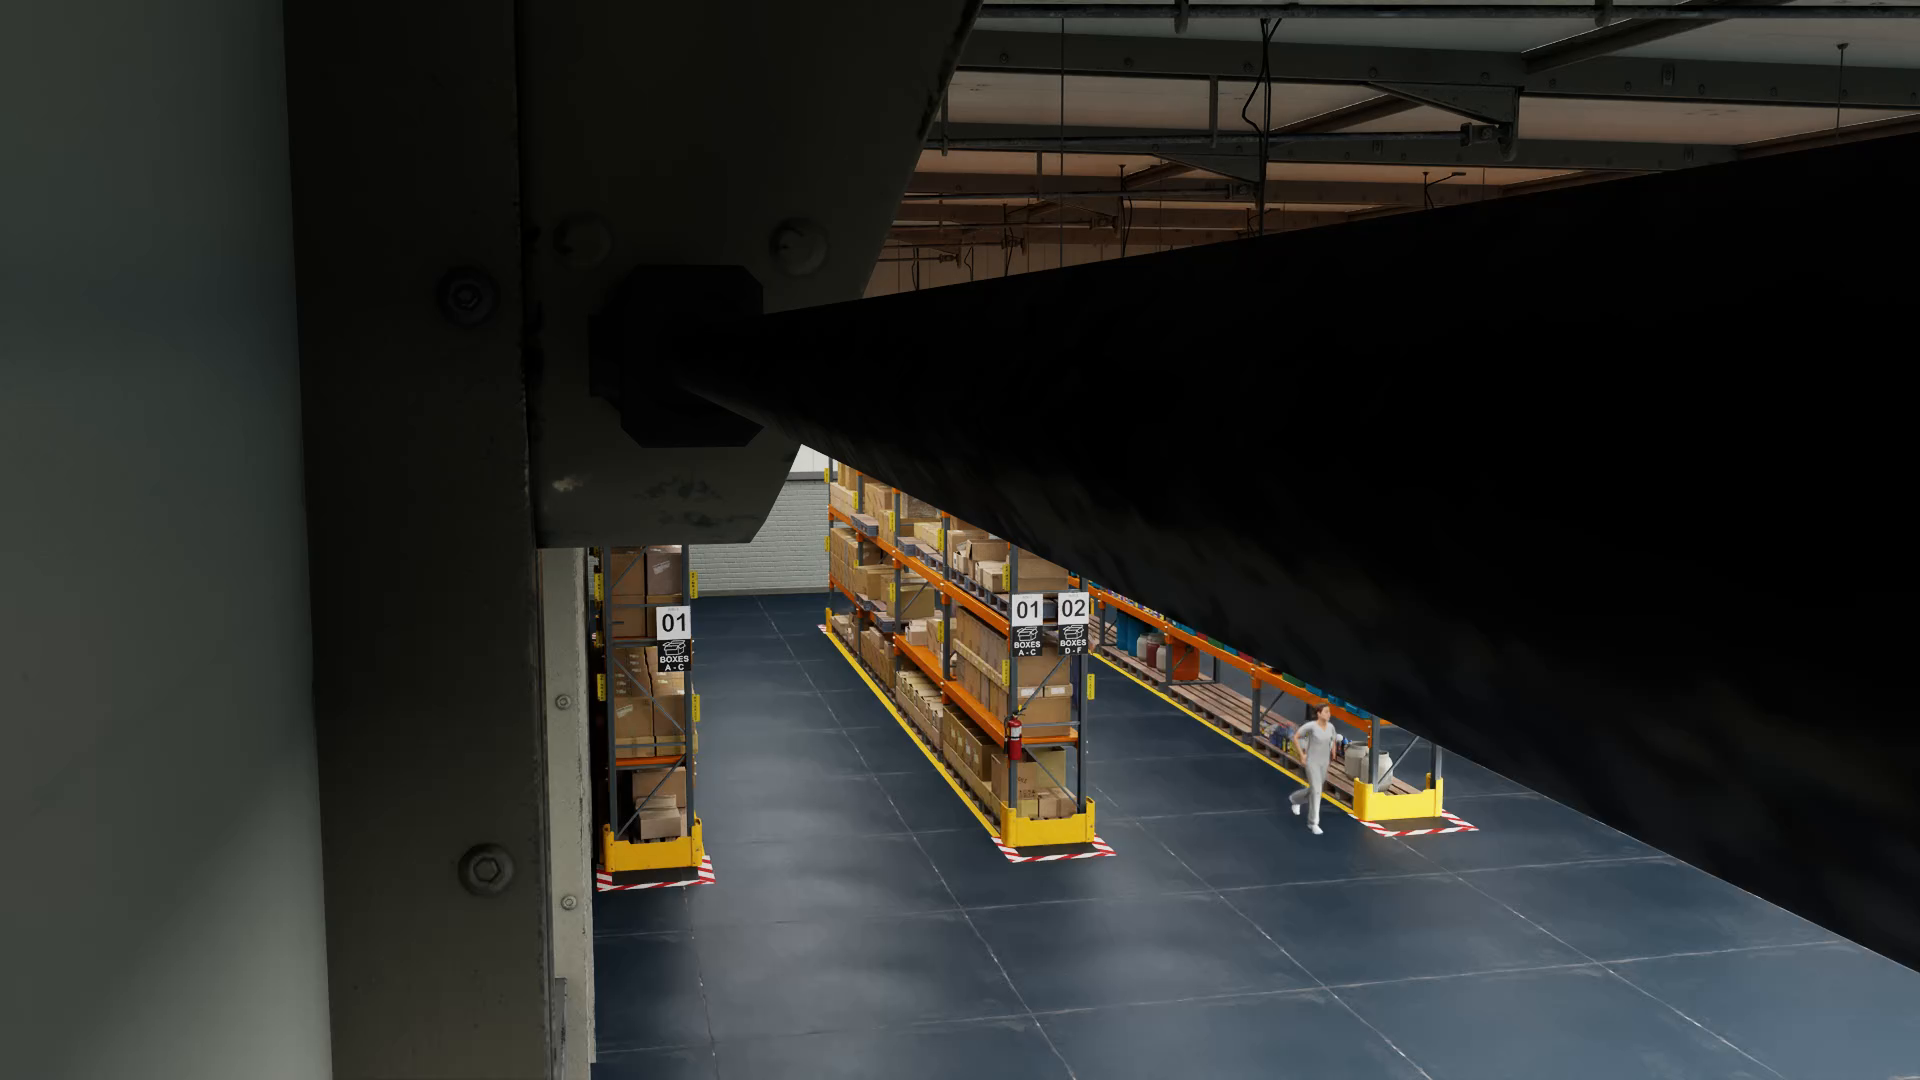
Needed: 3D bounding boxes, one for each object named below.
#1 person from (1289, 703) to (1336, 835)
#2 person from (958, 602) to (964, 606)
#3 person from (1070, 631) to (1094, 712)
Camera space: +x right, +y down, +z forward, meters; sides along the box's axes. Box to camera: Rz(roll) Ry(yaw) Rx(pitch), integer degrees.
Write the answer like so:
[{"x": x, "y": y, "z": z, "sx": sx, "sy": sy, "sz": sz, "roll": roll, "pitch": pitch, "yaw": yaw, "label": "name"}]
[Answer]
[{"x": 4.671, "y": 2.943, "z": 21.840, "sx": 0.601, "sy": 1.656, "sz": 0.851, "roll": -3, "pitch": 7, "yaw": -23, "label": "person"}, {"x": 0.100, "y": 1.405, "z": 34.516, "sx": 0.560, "sy": 1.692, "sz": 0.897, "roll": -3, "pitch": 7, "yaw": -23, "label": "person"}, {"x": 2.043, "y": 2.118, "z": 28.775, "sx": 0.620, "sy": 1.613, "sz": 0.823, "roll": -3, "pitch": 7, "yaw": -21, "label": "person"}]
